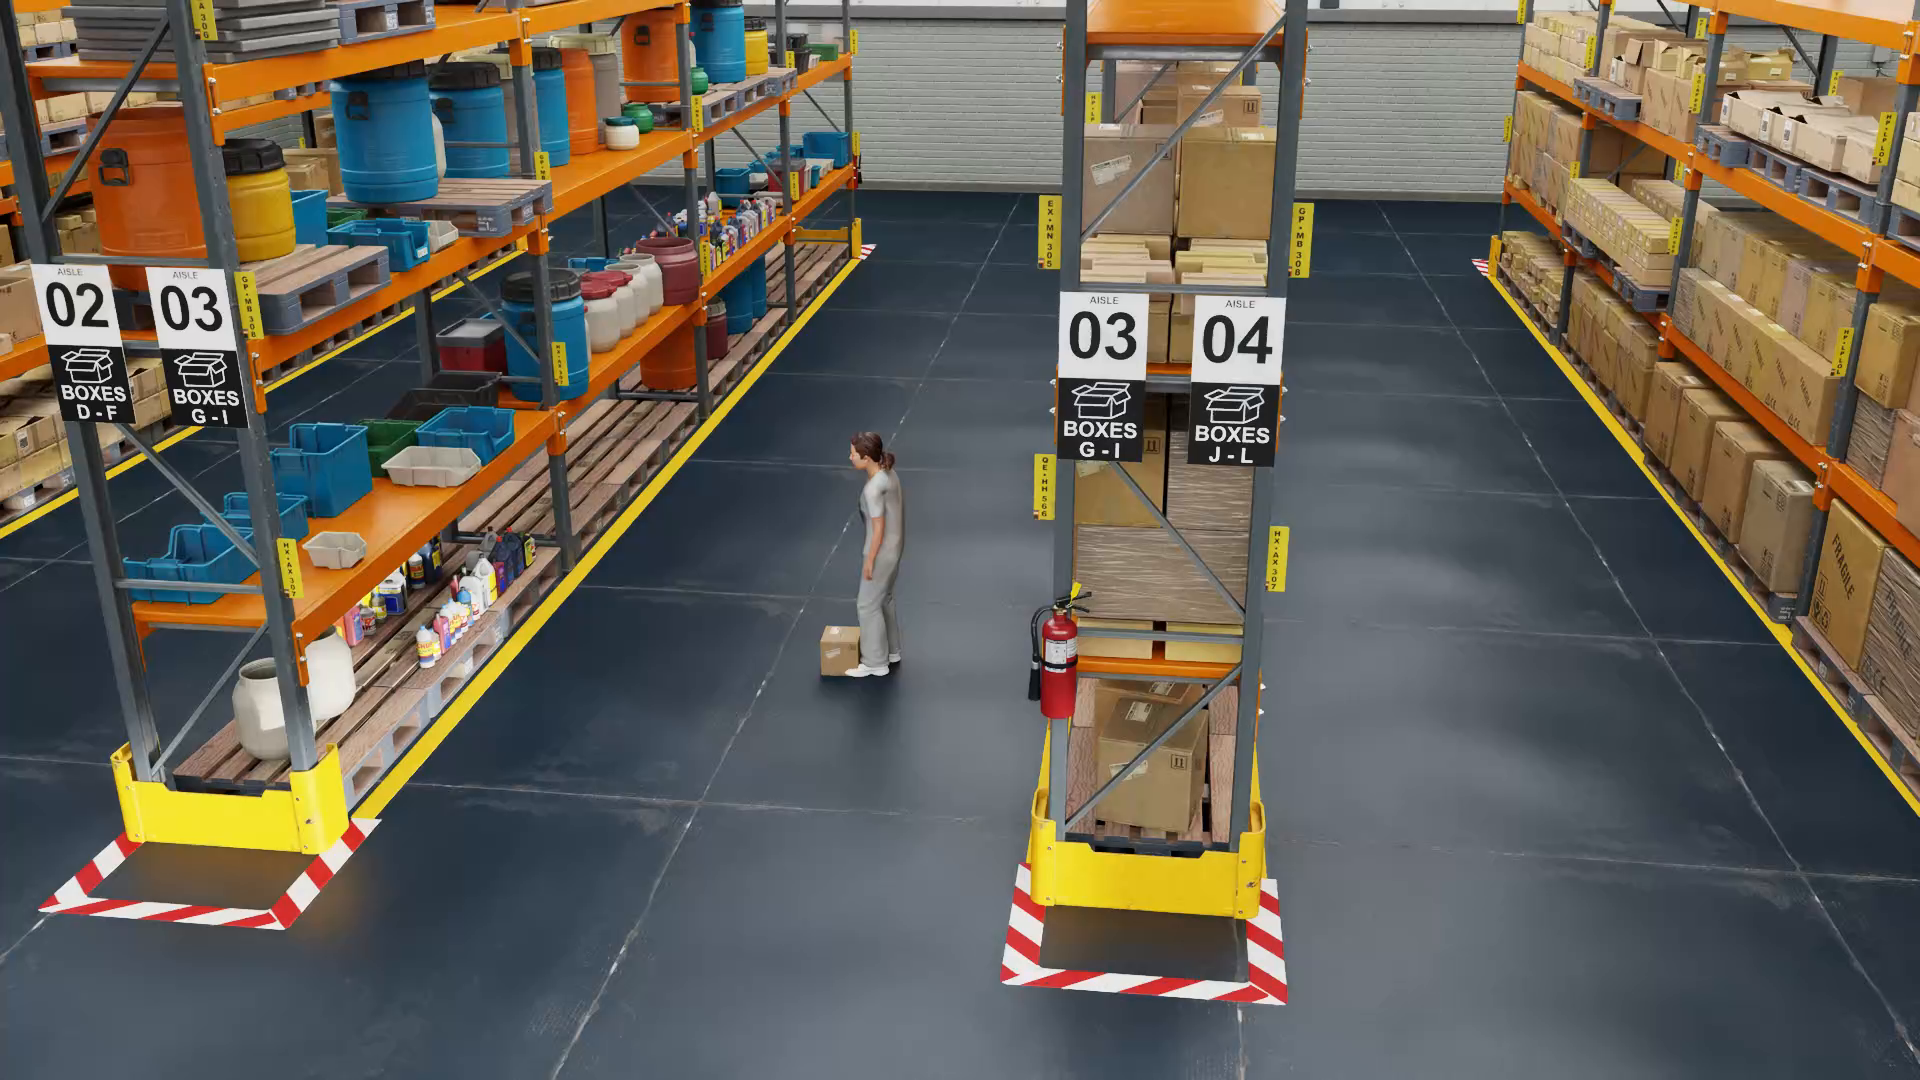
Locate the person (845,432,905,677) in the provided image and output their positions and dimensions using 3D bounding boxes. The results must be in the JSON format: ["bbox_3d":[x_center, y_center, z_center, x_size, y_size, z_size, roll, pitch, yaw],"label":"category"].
[{"bbox_3d":[-0.565,0.084,10.869,0.411,1.672,0.485,2,21,6],"label":"person"}]
